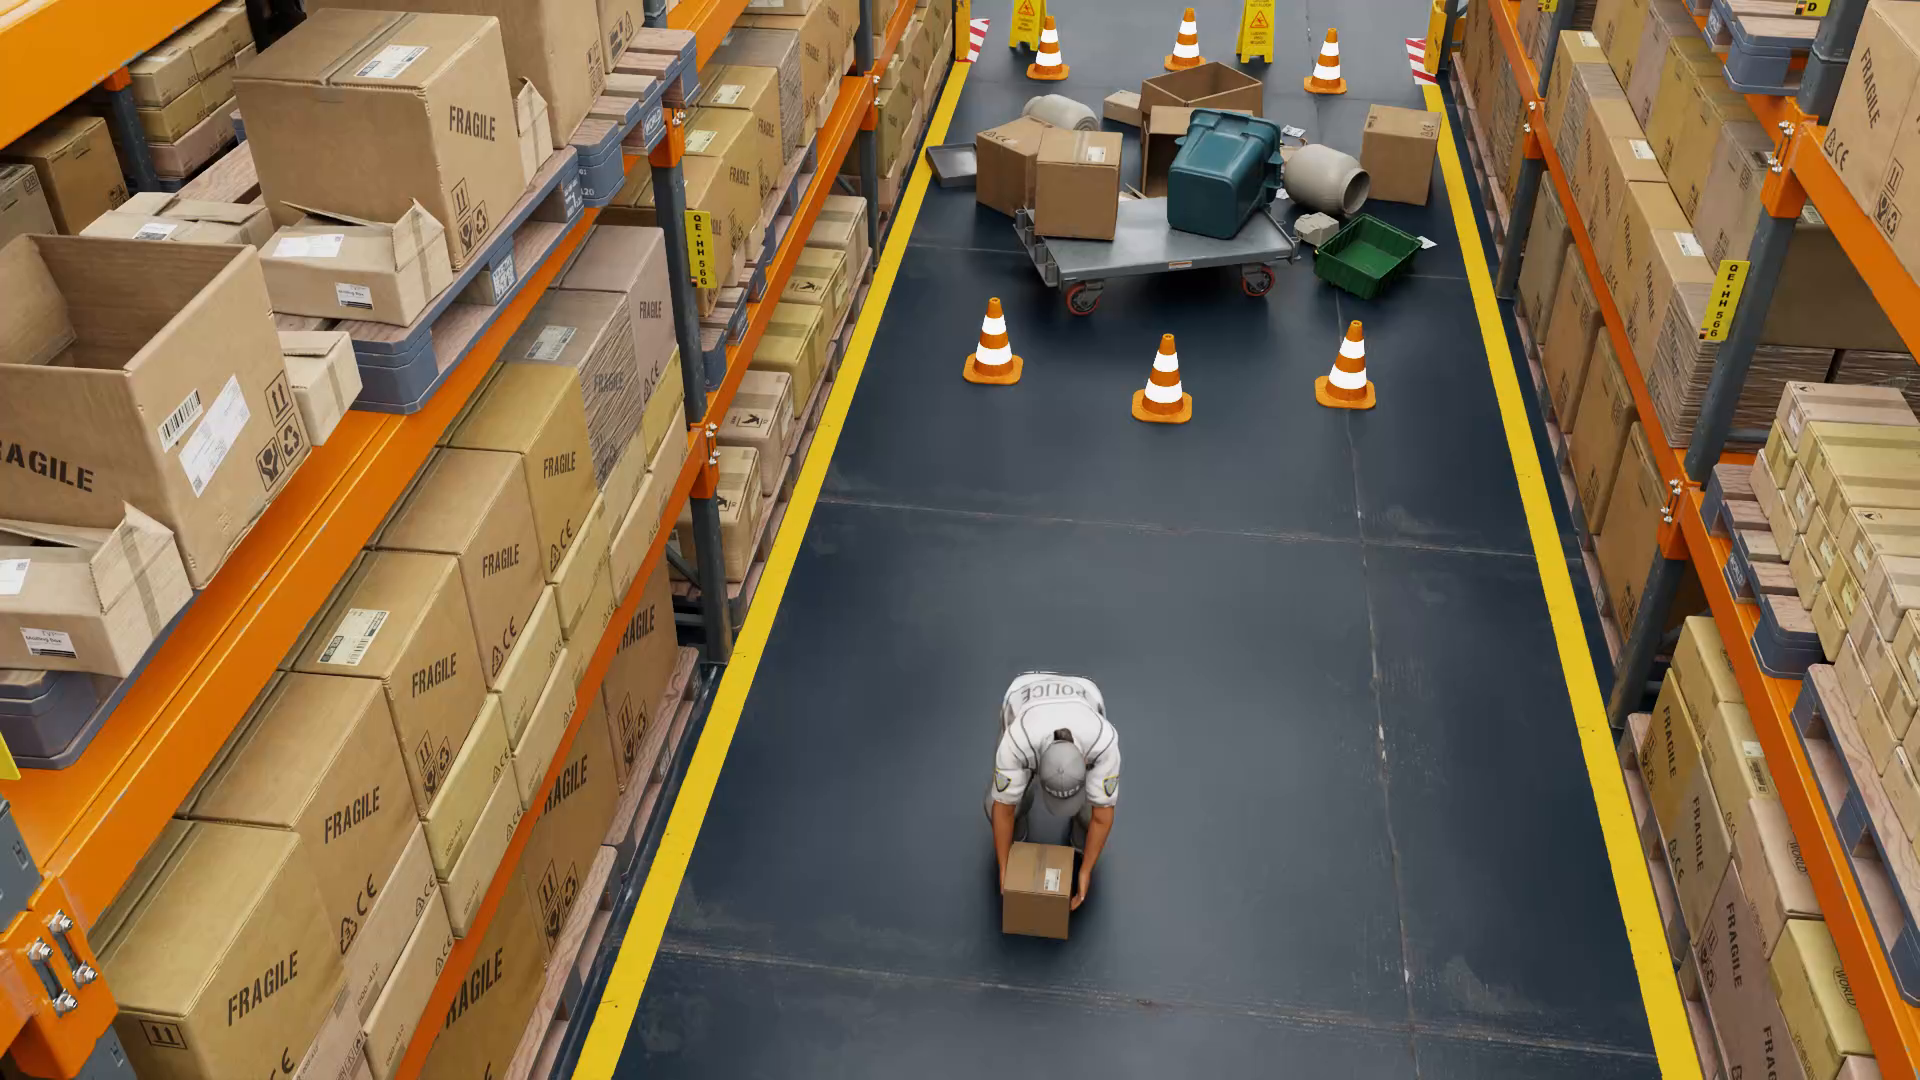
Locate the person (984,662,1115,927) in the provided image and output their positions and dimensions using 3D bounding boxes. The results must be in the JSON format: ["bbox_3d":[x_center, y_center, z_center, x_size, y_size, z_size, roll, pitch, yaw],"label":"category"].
[{"bbox_3d":[0.354,0.969,6.507,0.509,0.763,0.938,3,36,5],"label":"person"}]
